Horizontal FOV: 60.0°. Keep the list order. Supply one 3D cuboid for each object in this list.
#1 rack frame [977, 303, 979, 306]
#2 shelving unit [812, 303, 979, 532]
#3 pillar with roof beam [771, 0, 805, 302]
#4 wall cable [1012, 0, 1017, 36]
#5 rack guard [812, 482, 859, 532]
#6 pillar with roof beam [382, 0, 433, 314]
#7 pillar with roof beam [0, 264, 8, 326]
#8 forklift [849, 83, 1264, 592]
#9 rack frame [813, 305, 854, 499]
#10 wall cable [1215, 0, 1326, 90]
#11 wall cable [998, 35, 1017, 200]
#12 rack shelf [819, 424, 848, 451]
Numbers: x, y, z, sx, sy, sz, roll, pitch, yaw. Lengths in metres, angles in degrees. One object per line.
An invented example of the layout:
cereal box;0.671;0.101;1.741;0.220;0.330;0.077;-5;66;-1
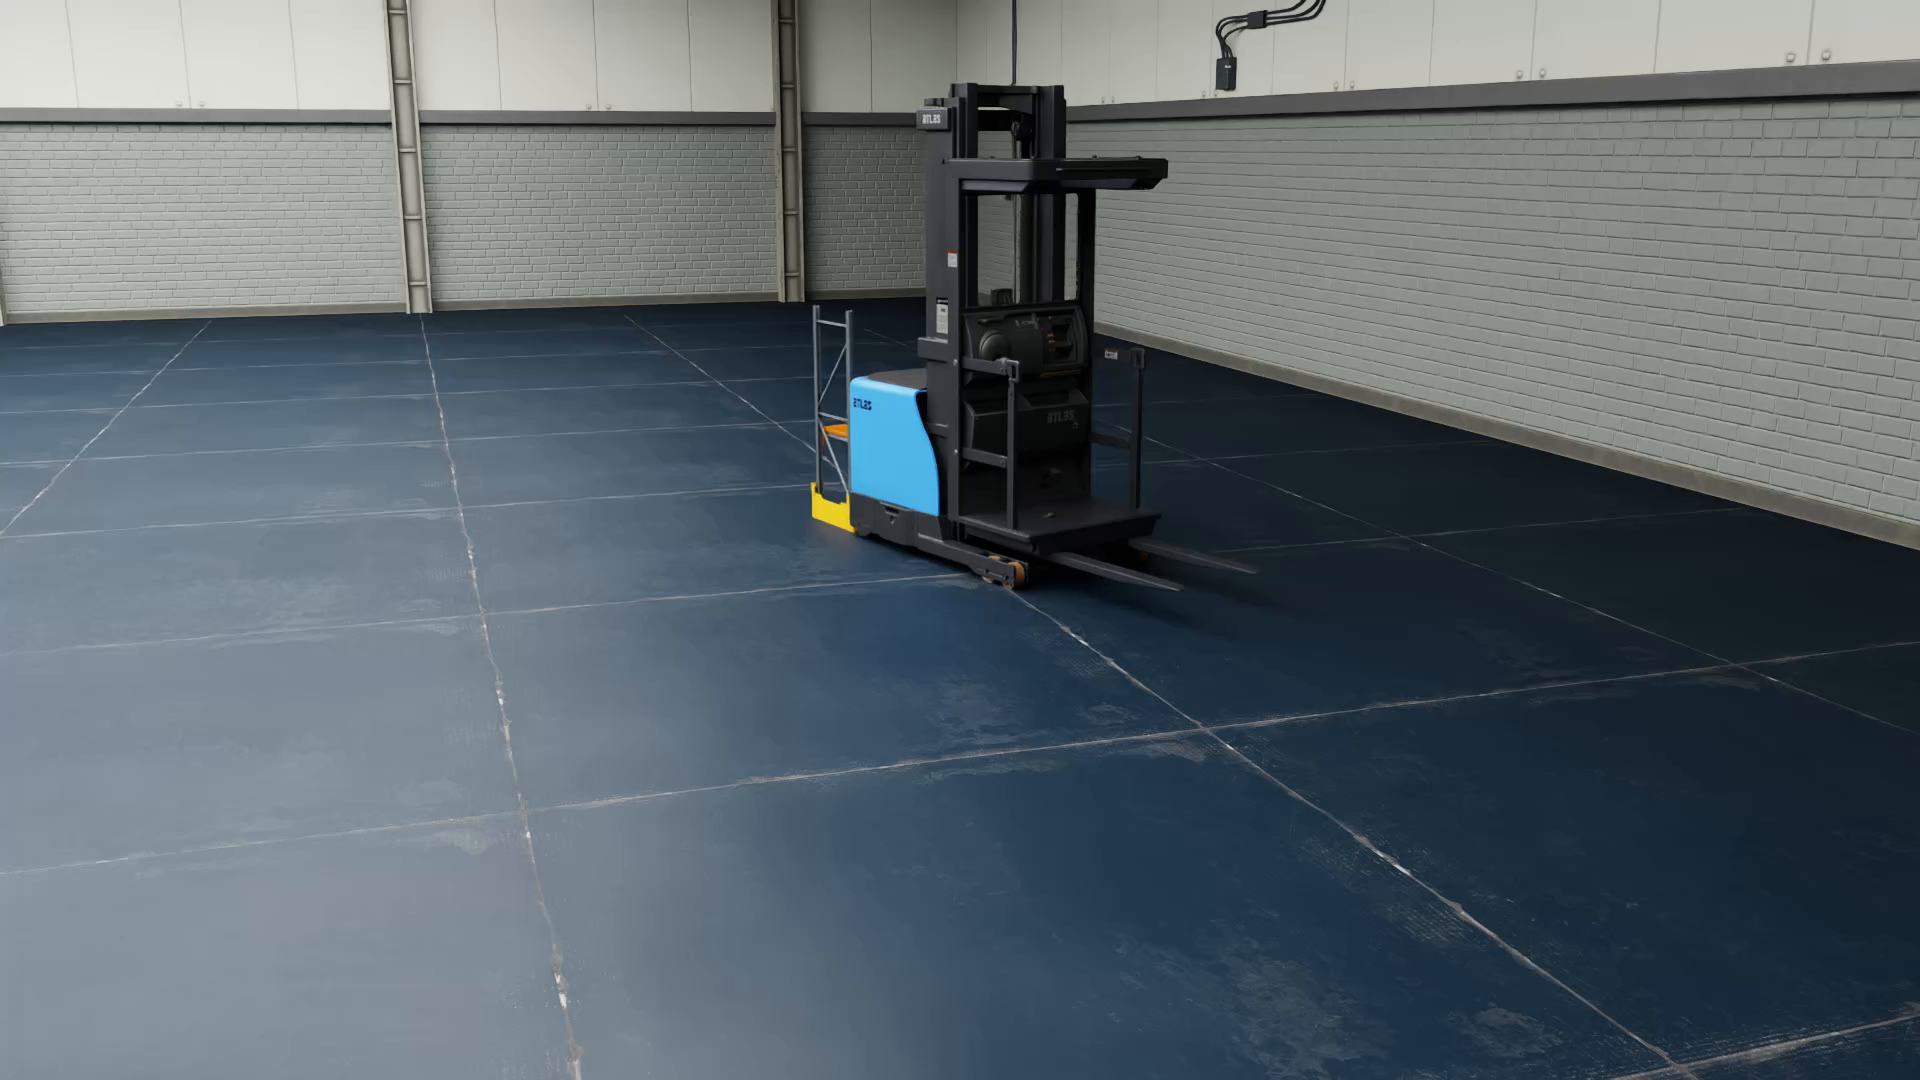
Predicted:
rack frame;-0.016;-0.973;11.992;0.032;1.500;0.500;-9;16;-32
shelving unit;-0.448;-0.907;11.715;1.083;1.500;0.587;-9;16;-32
pillar with roof beam;-1.477;-7.474;23.119;0.400;9.000;9.100;-4;14;-18
wall cable;1.227;-8.699;24.064;0.112;2.526;3.097;-4;14;-18
rack guard;-0.864;-0.235;11.592;0.087;0.250;0.587;-9;16;-32
pillar with roof beam;-7.163;-7.031;21.257;0.400;9.000;9.100;-4;14;-18
pillar with roof beam;-12.850;-6.589;19.395;0.400;9.000;9.100;-4;14;-18
forklift;0.542;-1.260;10.108;1.130;2.935;3.031;-10;17;-36
rack frame;-0.865;-0.843;11.447;0.032;1.500;0.500;-9;16;-32
wall cable;3.377;-7.917;17.631;0.169;6.003;2.305;-4;14;-18
wall cable;0.364;-6.835;27.142;0.112;2.526;3.097;-4;14;-18
rack shelf;-0.440;-0.733;11.761;1.000;0.185;0.538;-9;16;-32
